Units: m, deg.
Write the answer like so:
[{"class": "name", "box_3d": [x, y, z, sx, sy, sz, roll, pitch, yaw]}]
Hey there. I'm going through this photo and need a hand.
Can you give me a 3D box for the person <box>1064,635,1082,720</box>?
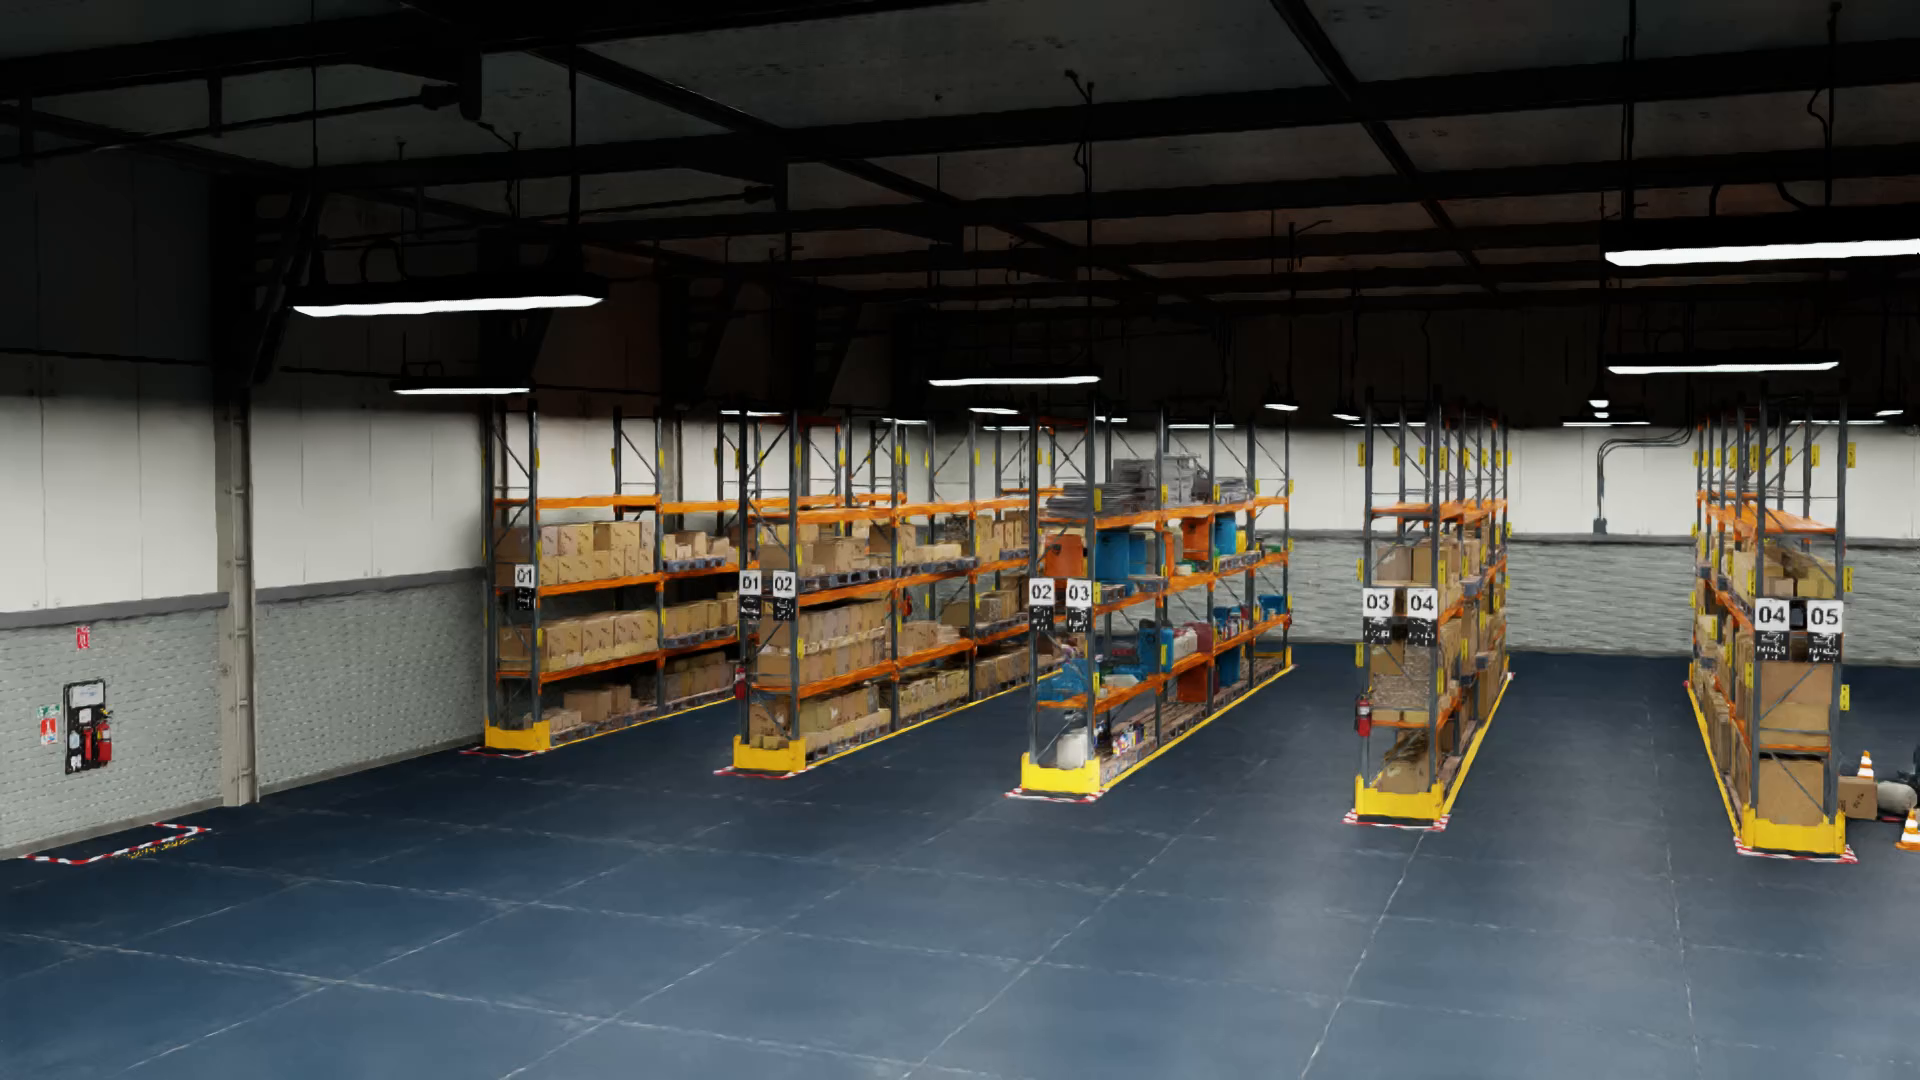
[{"class": "person", "box_3d": [2.166, 2.678, 31.864, 0.399, 1.484, 0.469, 0, 3, -9]}]
